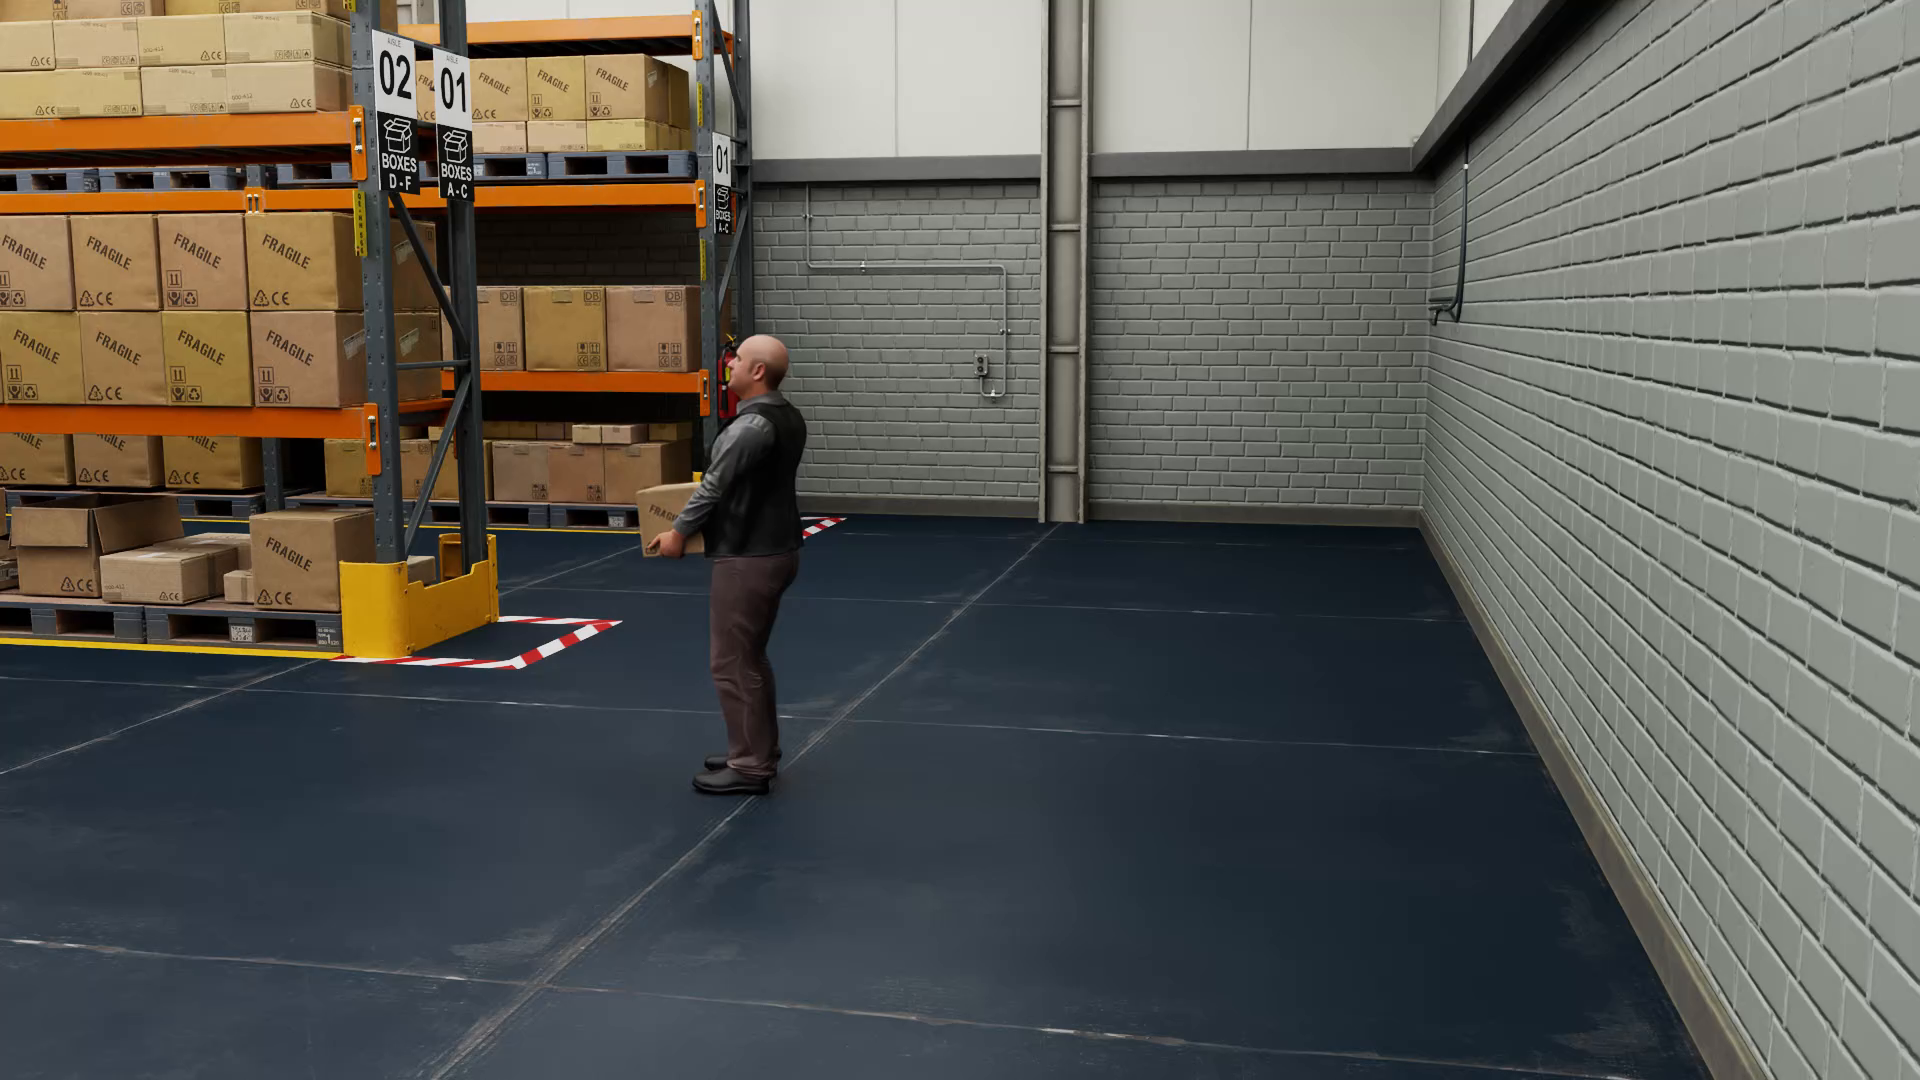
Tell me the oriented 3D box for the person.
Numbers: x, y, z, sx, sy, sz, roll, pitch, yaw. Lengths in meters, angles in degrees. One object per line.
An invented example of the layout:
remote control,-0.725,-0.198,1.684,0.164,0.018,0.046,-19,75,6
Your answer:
person,-0.877,0.086,6.304,0.550,1.714,0.496,2,8,11
